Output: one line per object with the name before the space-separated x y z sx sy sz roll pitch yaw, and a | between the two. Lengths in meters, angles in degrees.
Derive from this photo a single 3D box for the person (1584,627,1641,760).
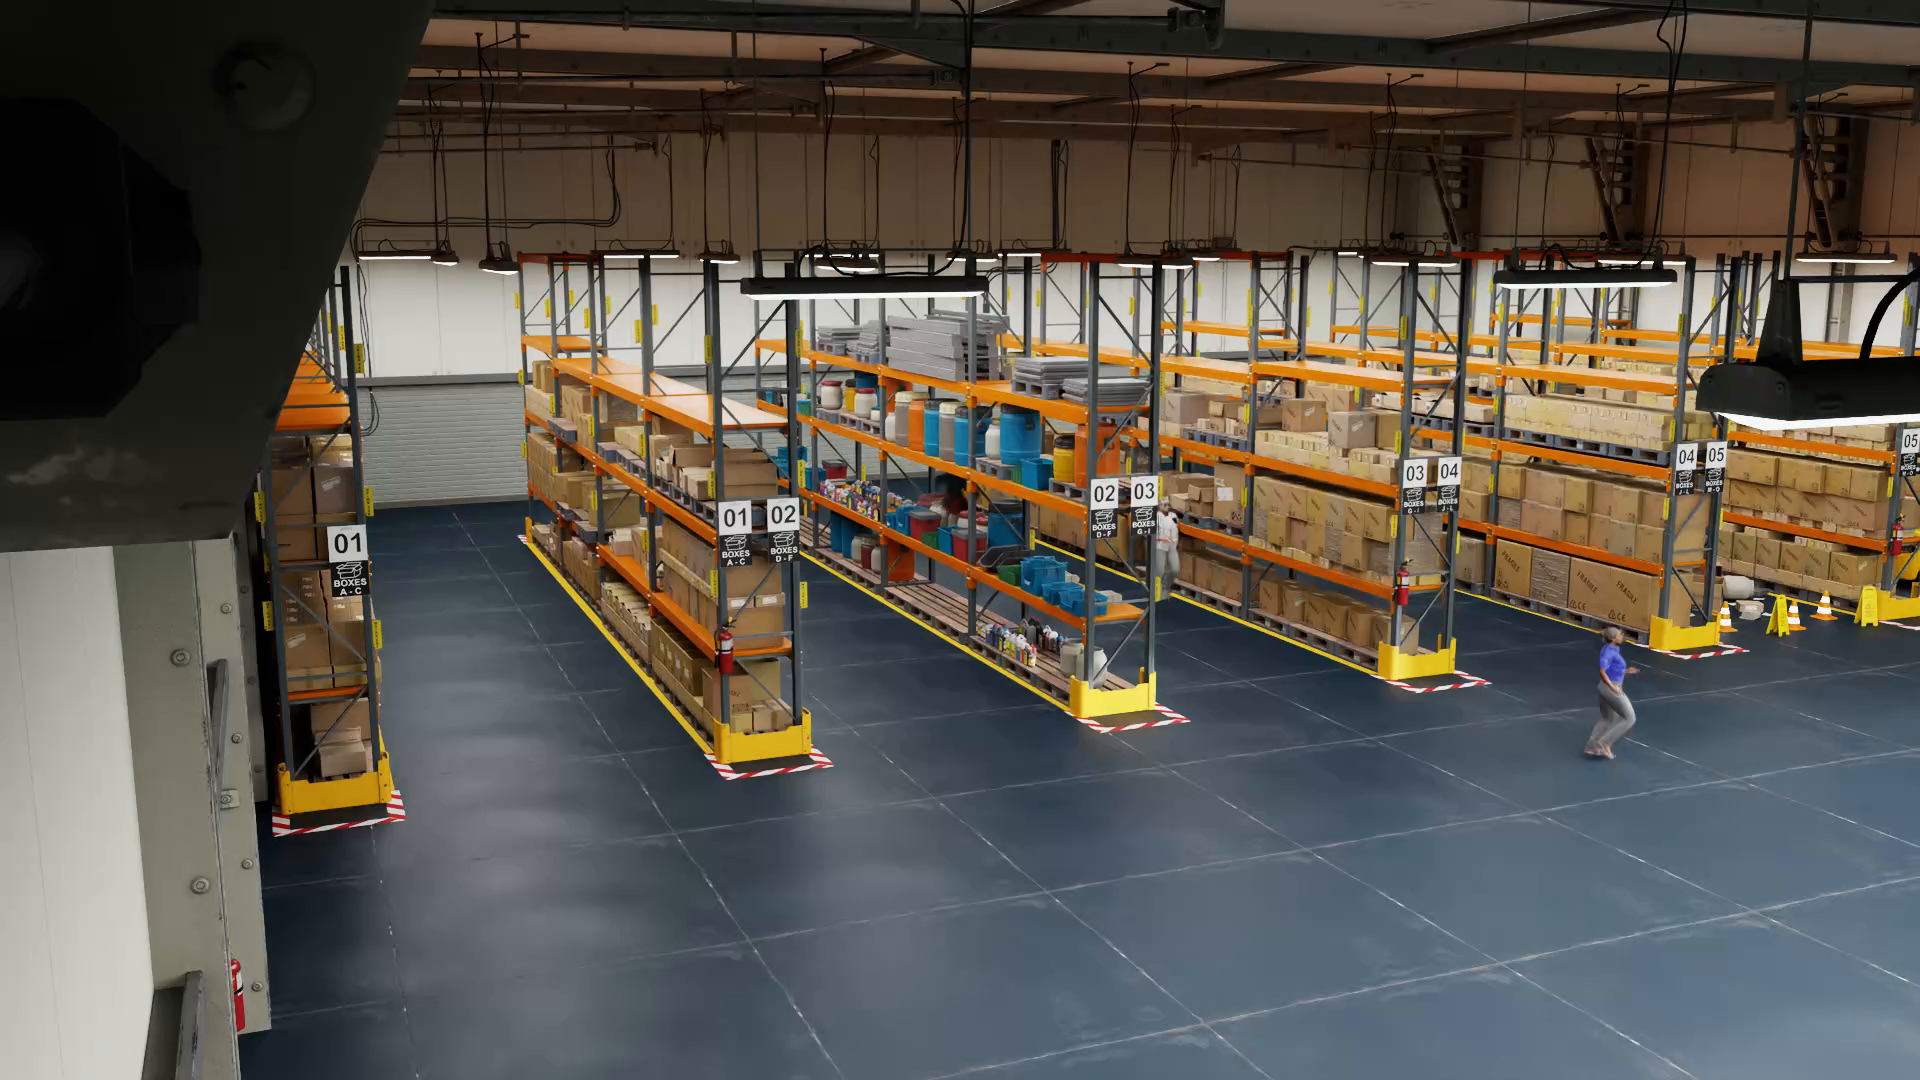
person | 7.993 1.873 20.278 0.616 1.649 0.559 1 10 6

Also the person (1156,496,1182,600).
person | 3.459 0.149 27.799 0.652 1.780 0.602 -4 11 -20
